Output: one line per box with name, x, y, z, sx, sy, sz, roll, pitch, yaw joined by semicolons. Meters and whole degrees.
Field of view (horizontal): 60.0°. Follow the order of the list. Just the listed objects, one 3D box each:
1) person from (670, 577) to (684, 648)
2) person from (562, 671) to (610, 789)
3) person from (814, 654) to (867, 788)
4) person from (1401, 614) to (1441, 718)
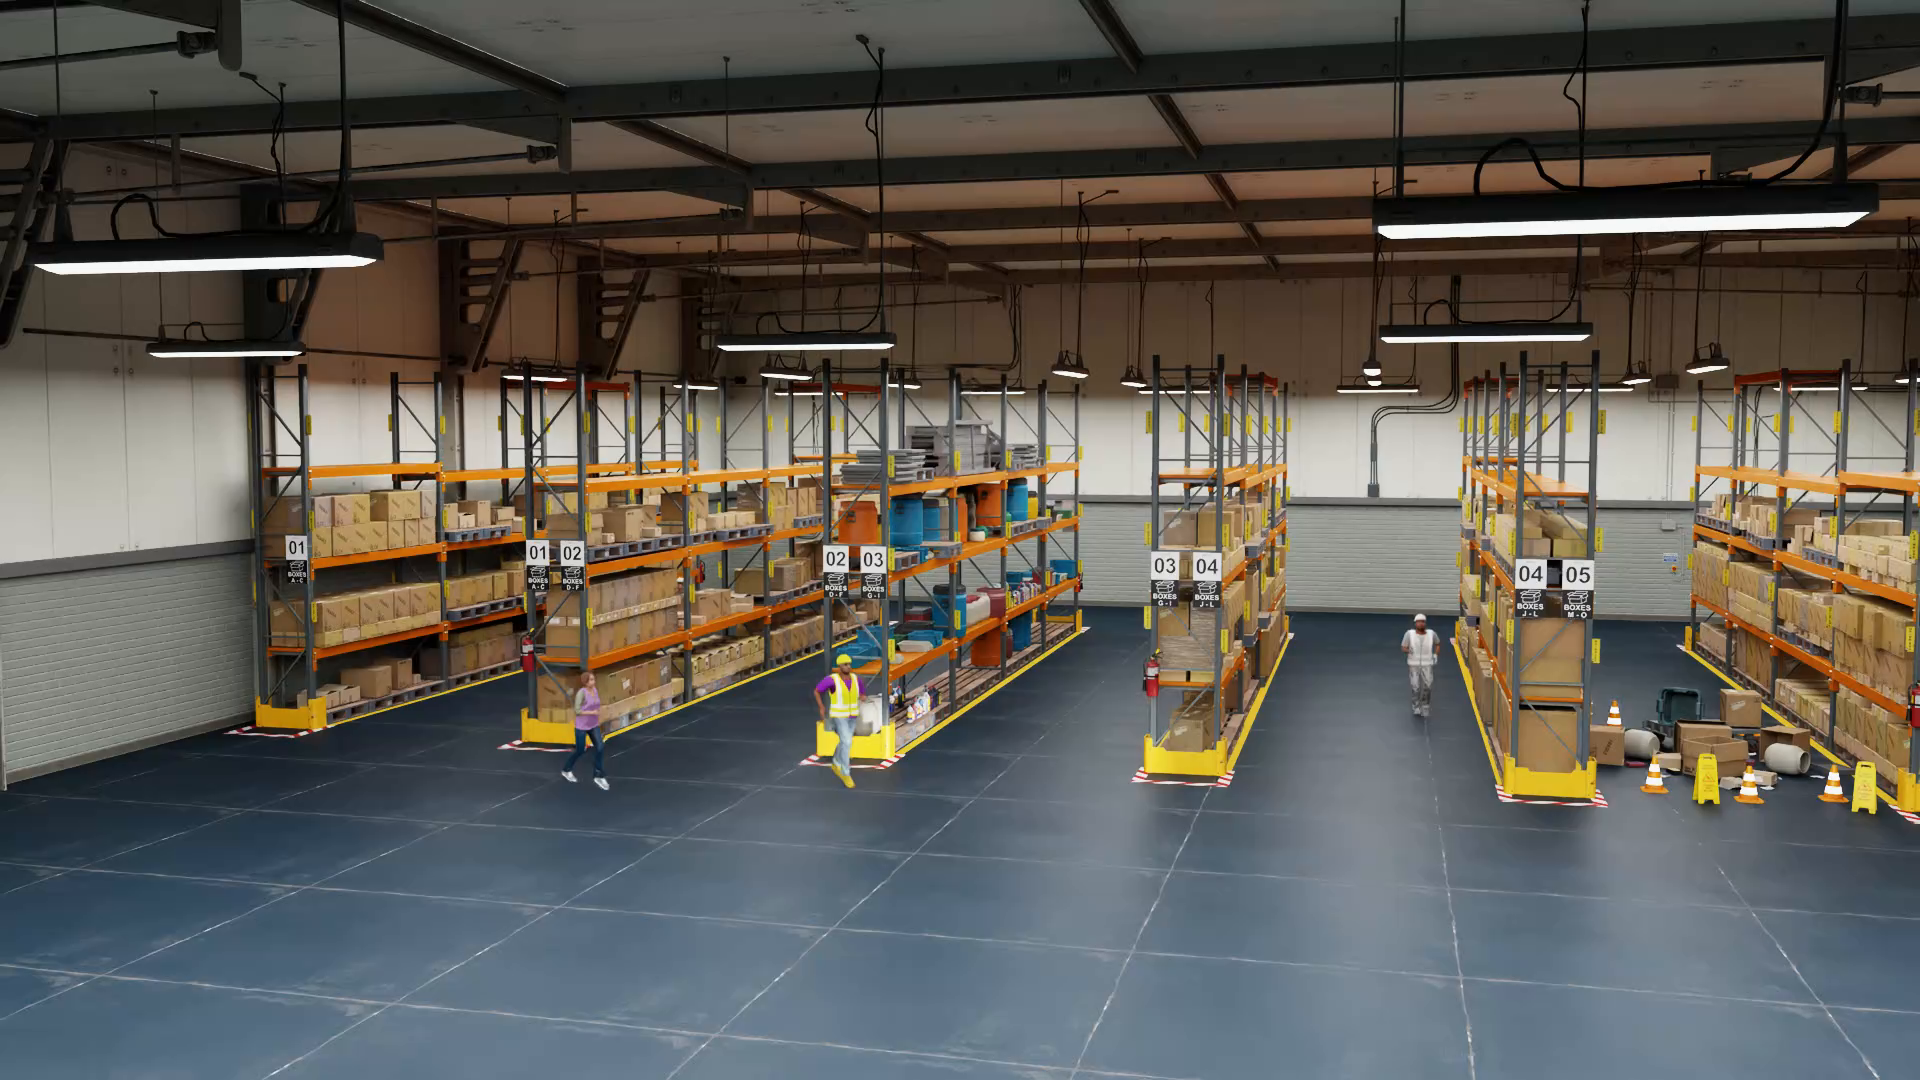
person;-5.930;1.696;35.254;0.638;1.835;0.781;0;4;4
person;-5.190;2.619;23.008;0.809;1.632;0.499;3;5;33
person;-1.628;2.506;23.300;0.674;1.819;0.787;-3;5;-40
person;7.879;2.160;28.411;0.662;1.782;0.644;1;4;13
